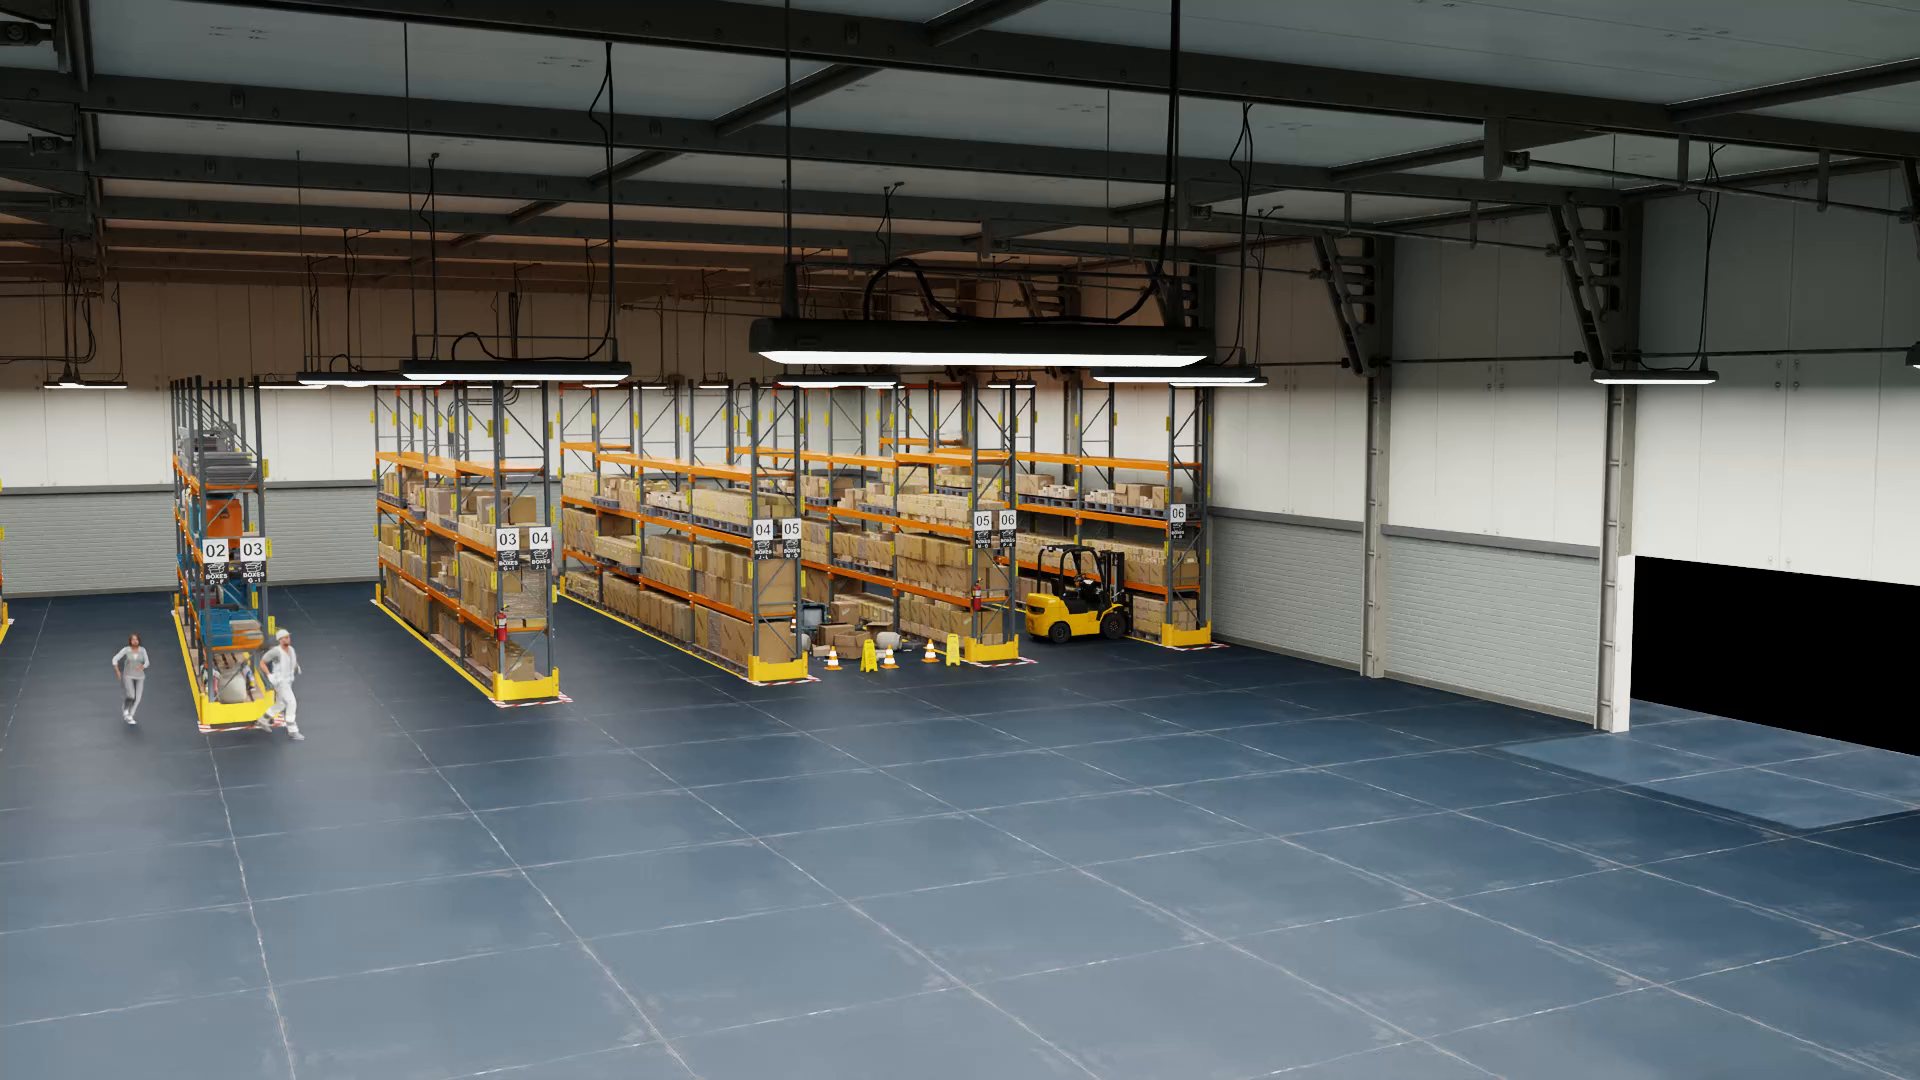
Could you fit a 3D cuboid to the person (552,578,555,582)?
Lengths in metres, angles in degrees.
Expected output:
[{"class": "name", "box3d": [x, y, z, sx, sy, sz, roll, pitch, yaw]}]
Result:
[{"class": "person", "box3d": [-12.117, 0.636, 48.144, 0.791, 1.682, 0.788, -3, 6, -33]}]

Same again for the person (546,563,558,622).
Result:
[{"class": "person", "box3d": [-10.332, 1.133, 41.370, 0.659, 1.772, 0.938, -3, 6, -27]}]

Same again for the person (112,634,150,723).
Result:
[{"class": "person", "box3d": [-14.269, 2.396, 28.717, 0.532, 1.544, 0.512, -5, 7, -44]}]

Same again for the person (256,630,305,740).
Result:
[{"class": "person", "box3d": [-11.239, 2.376, 27.537, 0.902, 1.808, 0.671, 1, 5, 9]}]
